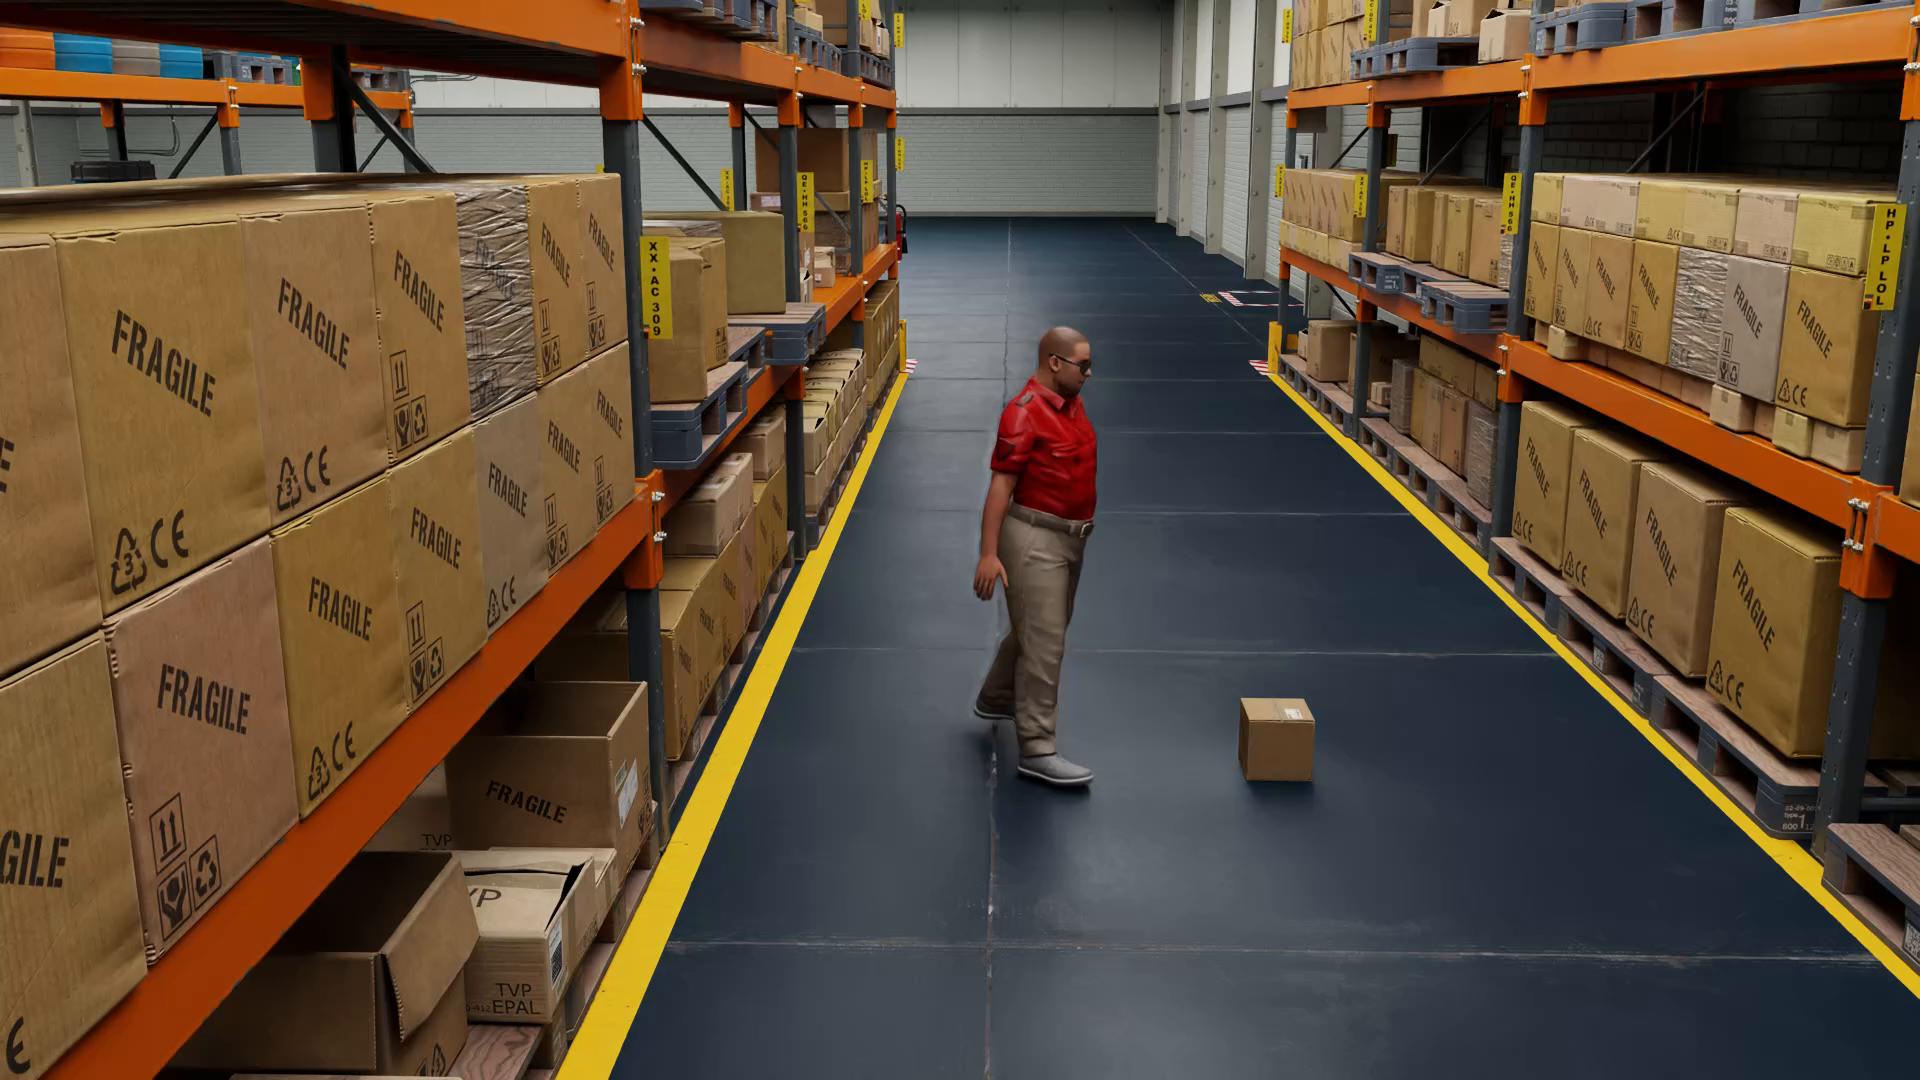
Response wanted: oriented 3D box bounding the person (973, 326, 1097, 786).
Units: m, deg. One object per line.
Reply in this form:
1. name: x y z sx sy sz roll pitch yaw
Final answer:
1. person: 0.308 0.016 6.458 0.703 1.702 0.685 7 15 26
